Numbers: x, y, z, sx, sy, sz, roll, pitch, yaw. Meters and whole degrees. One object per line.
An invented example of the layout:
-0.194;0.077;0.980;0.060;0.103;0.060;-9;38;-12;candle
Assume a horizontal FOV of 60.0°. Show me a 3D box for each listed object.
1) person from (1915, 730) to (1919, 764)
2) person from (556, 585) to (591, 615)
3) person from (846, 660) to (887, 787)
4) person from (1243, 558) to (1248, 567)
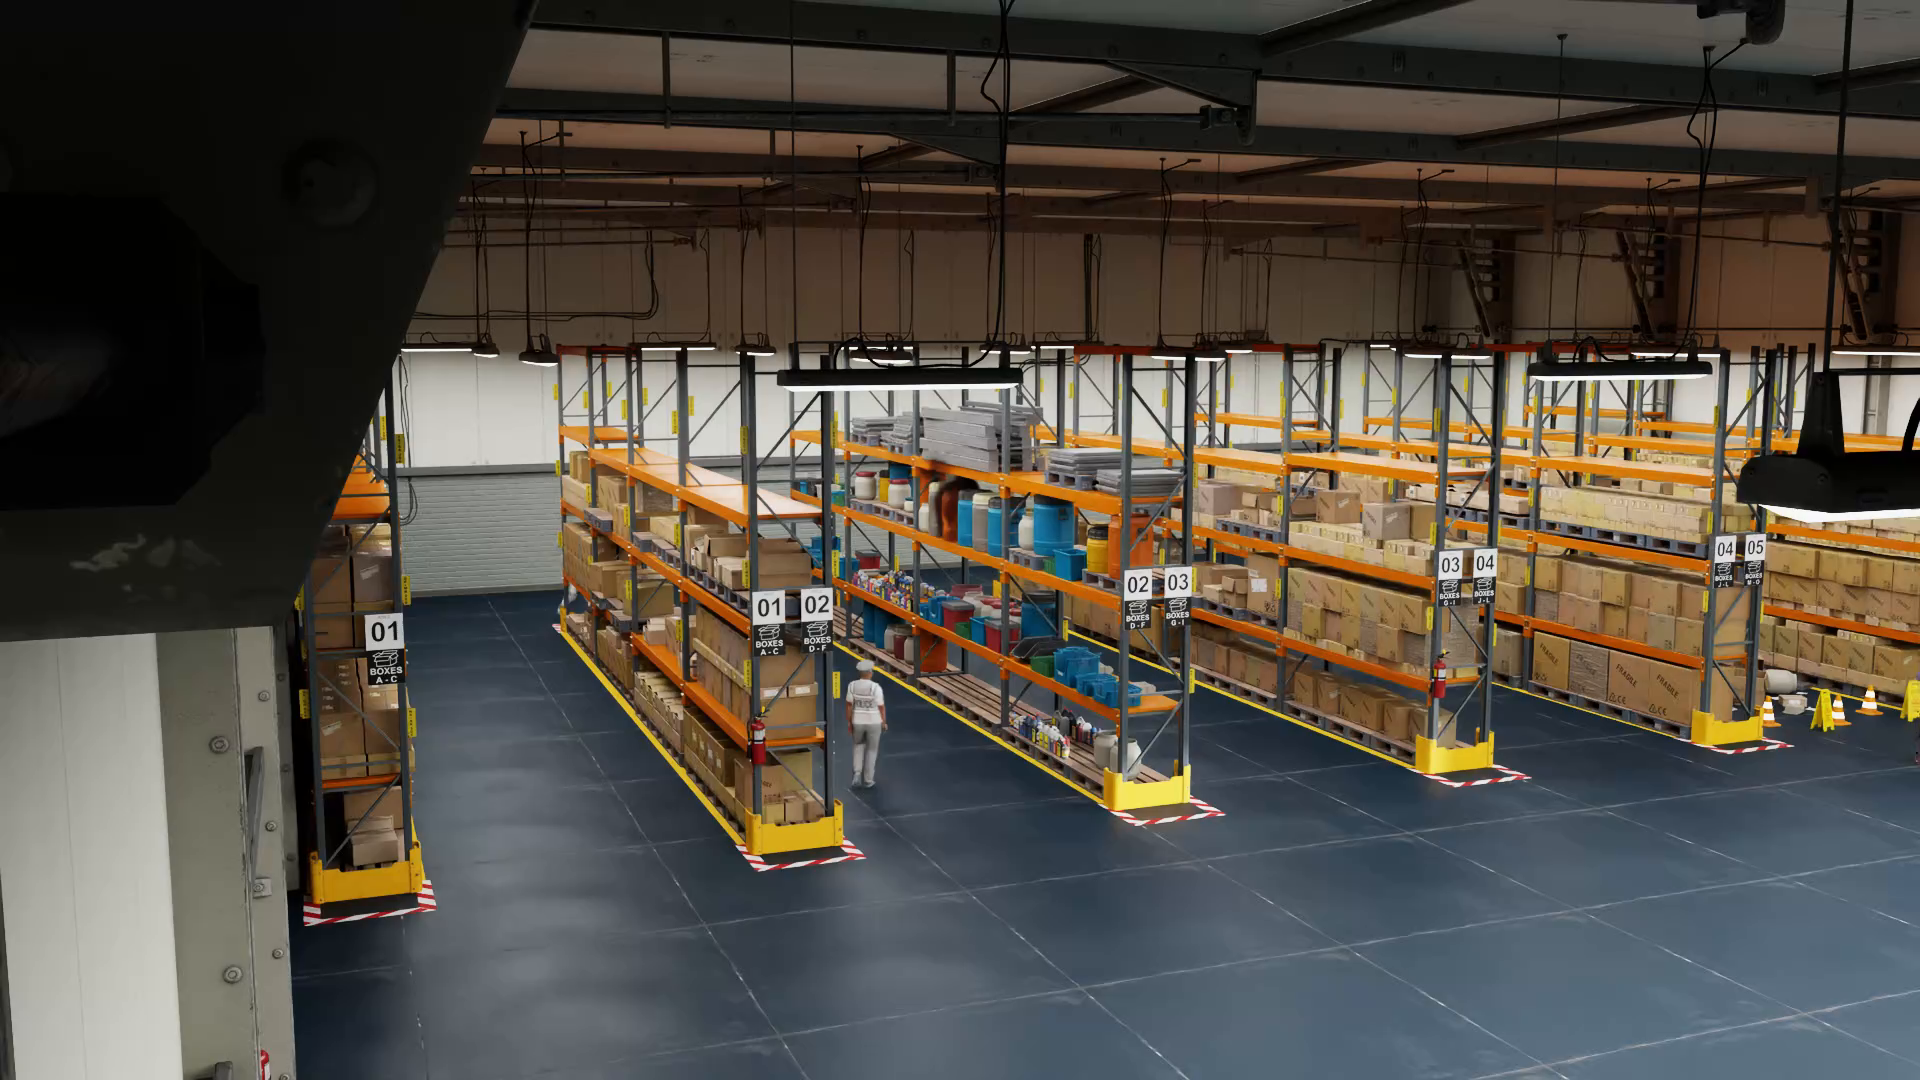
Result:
14.177;2.467;24.042;0.549;1.656;0.445;4;8;28;person
-8.285;0.855;36.282;1.072;1.741;0.605;0;7;-2;person
-1.287;2.537;23.023;0.558;1.808;0.464;2;7;12;person
7.387;0.218;41.780;1.047;1.580;0.628;-1;7;-5;person
